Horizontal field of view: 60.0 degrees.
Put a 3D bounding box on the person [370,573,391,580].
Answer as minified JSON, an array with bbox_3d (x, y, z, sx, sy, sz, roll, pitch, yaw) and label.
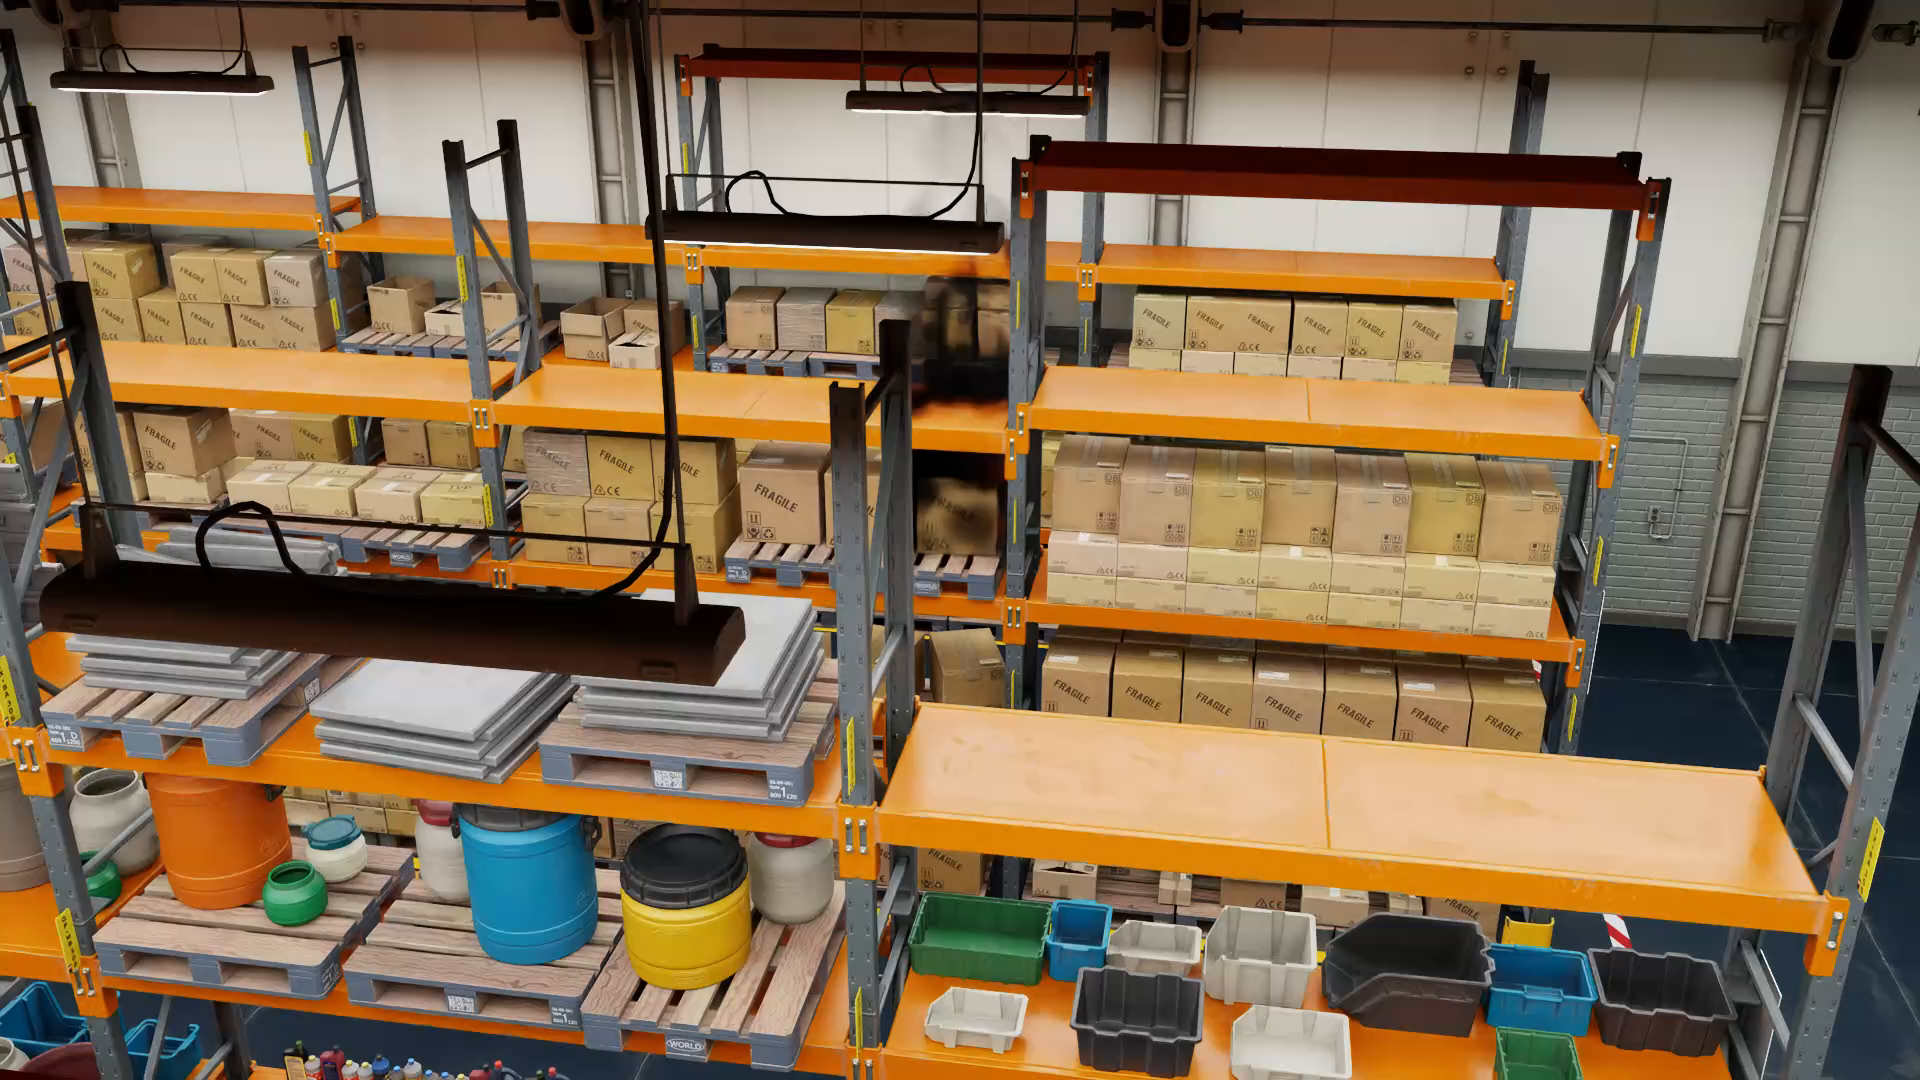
[{"bbox_3d":[-5.384,1.059,15.797,0.586,1.639,0.574,3,23,7],"label":"person"}]
